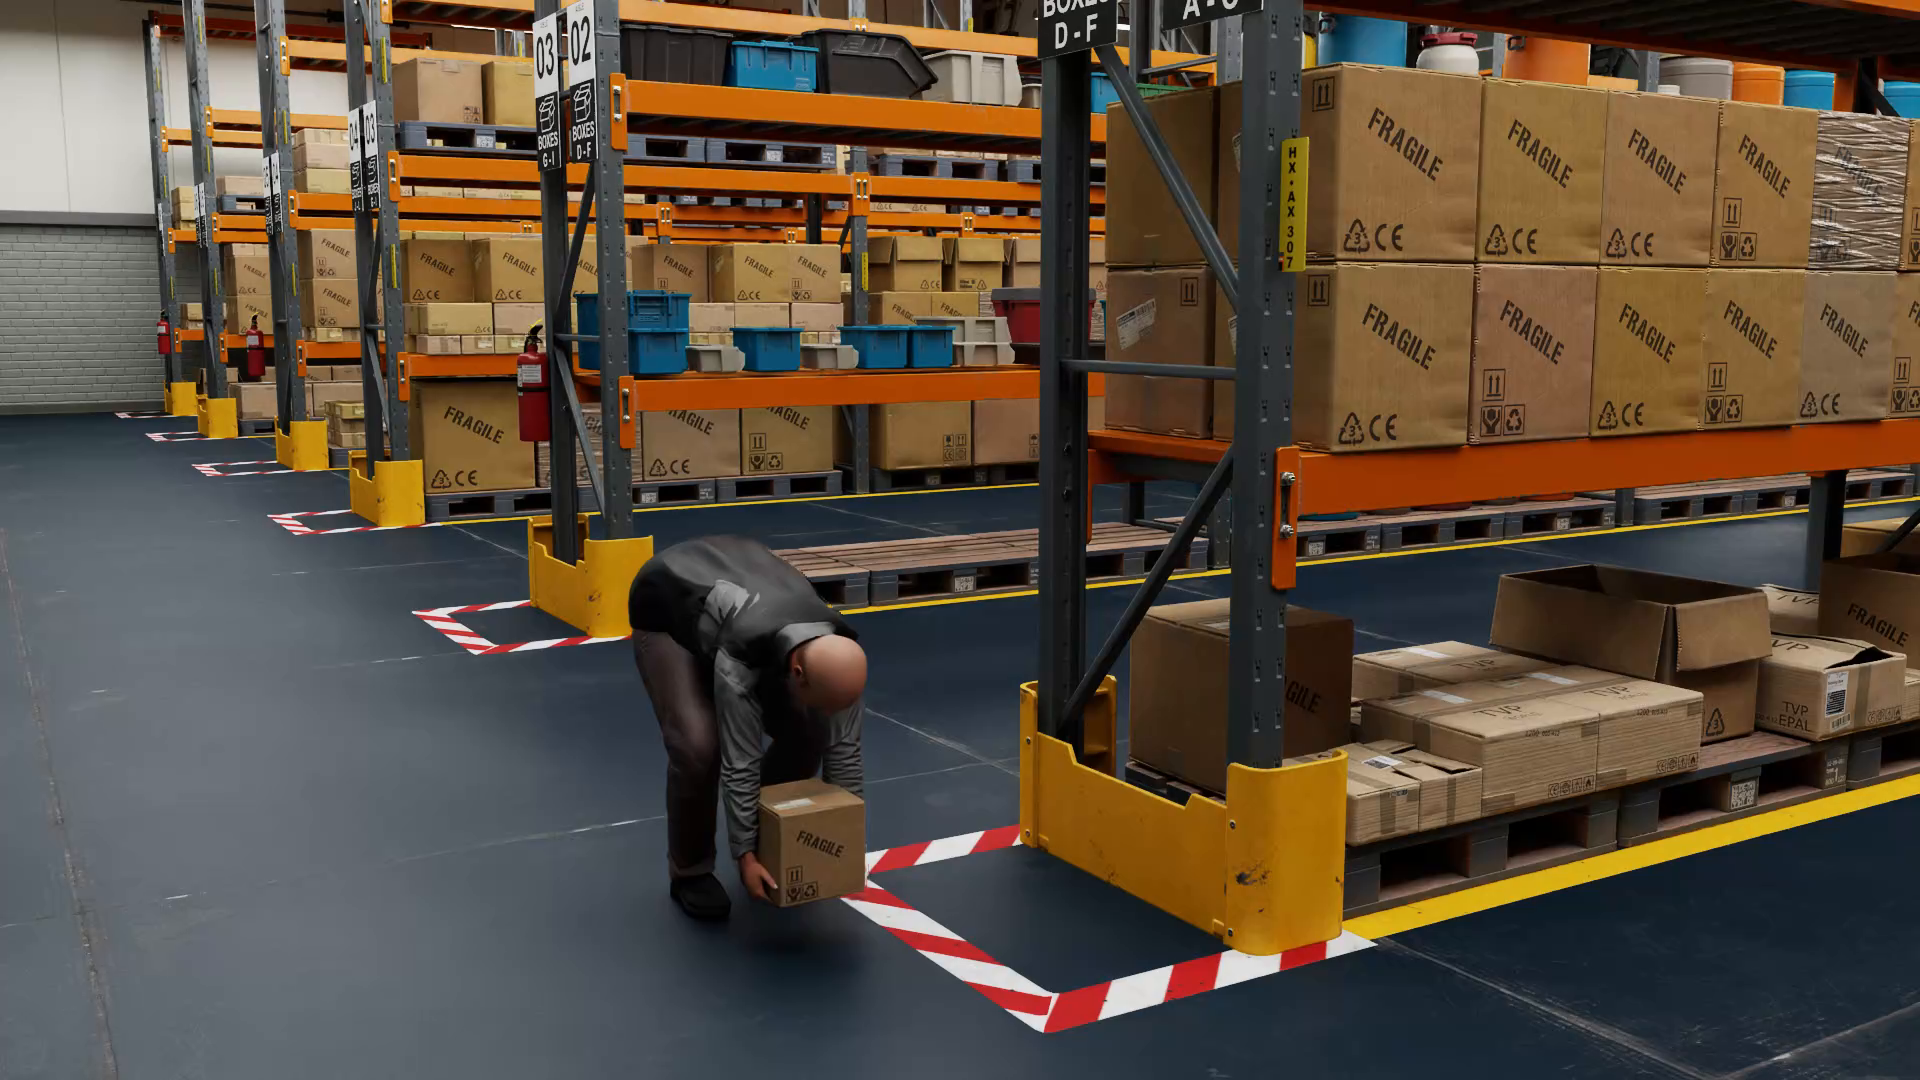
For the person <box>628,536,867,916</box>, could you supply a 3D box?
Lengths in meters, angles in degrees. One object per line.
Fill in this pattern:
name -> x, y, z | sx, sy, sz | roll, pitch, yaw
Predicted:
person -> -0.562, 0.527, 4.615 | 0.476, 1.041, 0.952 | -6, 10, -36
